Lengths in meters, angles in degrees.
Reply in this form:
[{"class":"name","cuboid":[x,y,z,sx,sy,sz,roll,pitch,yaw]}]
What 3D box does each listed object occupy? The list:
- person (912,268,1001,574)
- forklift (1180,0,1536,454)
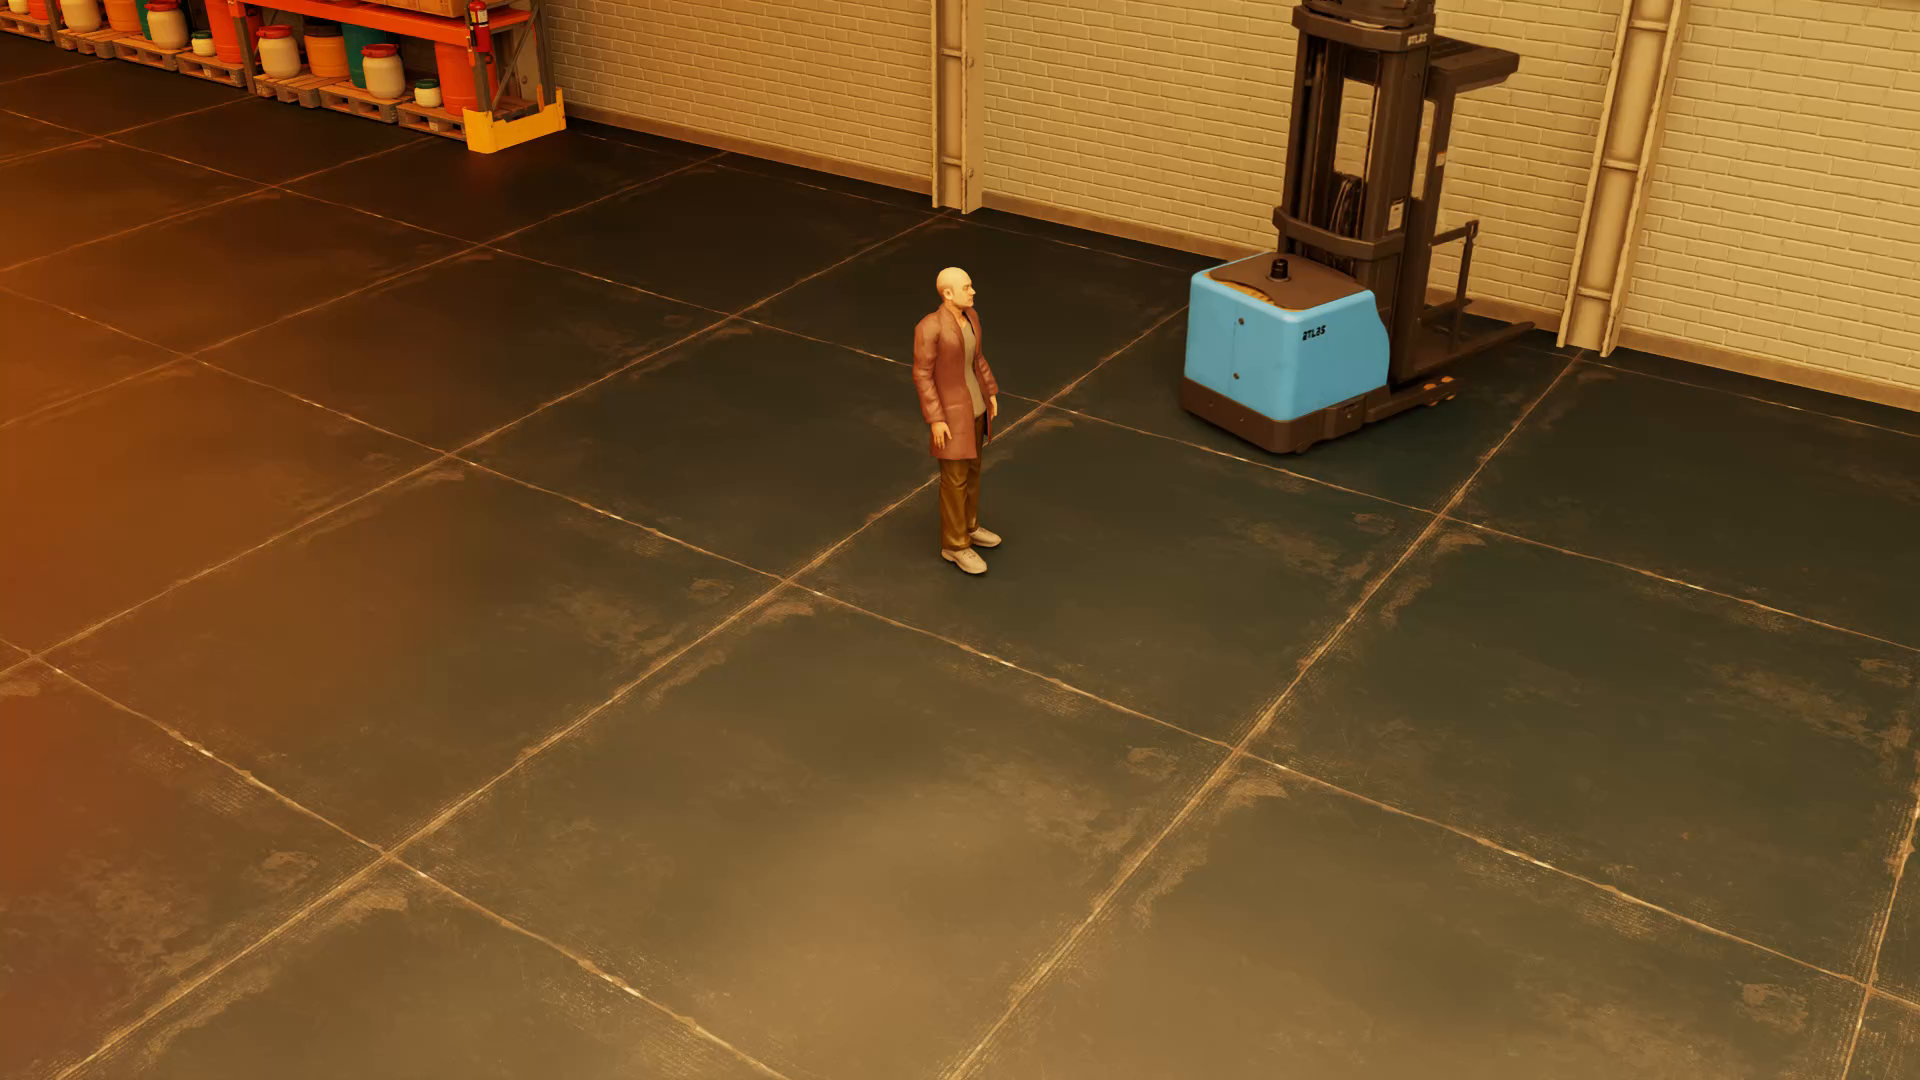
[{"class":"person","cuboid":[0.074,-0.747,10.003,0.579,1.778,0.696,19,35,29]},{"class":"forklift","cuboid":[3.078,-2.440,11.783,3.031,2.935,1.130,-20,36,-31]}]
